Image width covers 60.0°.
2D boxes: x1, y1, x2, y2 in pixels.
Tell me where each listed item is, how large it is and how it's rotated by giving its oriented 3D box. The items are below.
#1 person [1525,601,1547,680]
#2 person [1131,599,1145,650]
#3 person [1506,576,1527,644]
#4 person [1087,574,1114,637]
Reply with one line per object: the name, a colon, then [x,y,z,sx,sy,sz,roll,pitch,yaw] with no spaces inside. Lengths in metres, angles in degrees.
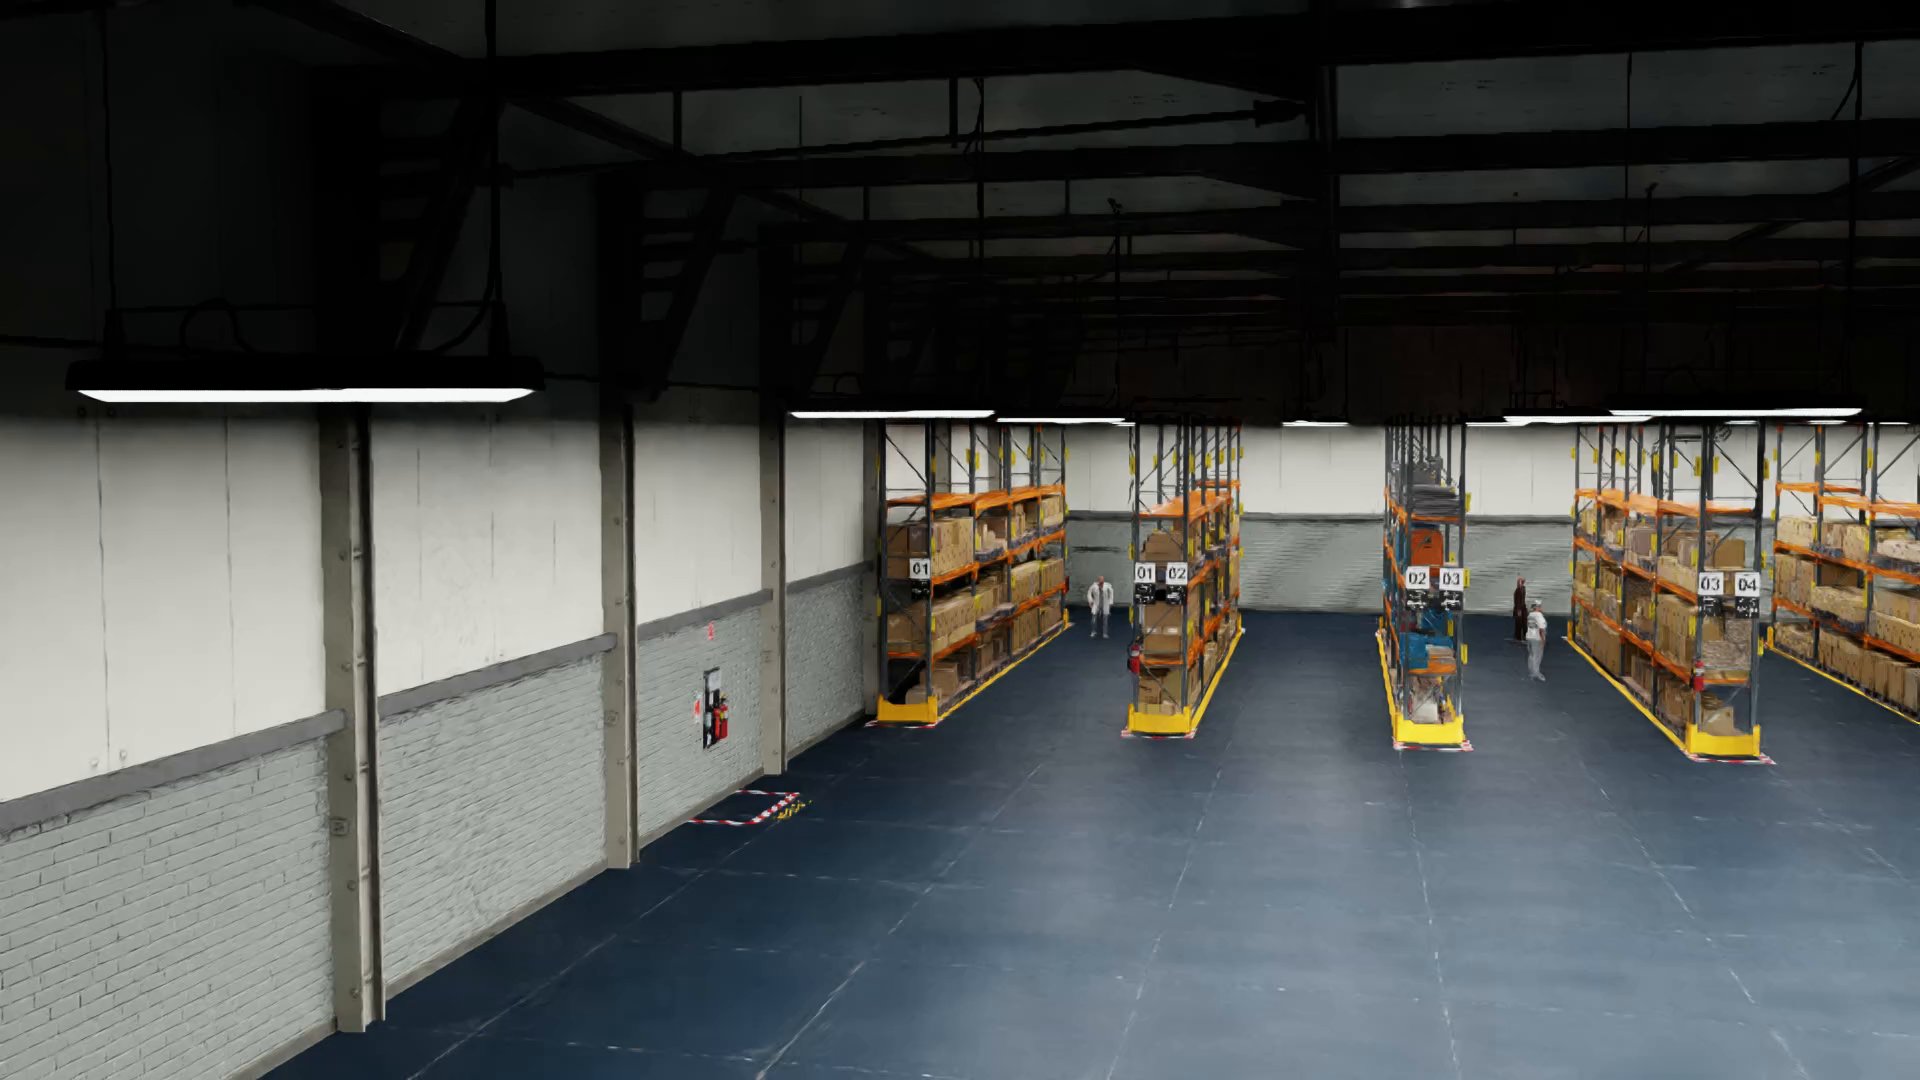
person: [13.143,2.273,37.852,0.475,1.759,0.593,-1,4,-15]
person: [4.574,2.015,41.811,0.566,1.678,1.062,1,4,15]
person: [14.858,1.846,44.151,0.635,1.776,0.748,1,4,17]
person: [3.845,1.789,45.443,0.729,1.733,0.546,1,4,11]
